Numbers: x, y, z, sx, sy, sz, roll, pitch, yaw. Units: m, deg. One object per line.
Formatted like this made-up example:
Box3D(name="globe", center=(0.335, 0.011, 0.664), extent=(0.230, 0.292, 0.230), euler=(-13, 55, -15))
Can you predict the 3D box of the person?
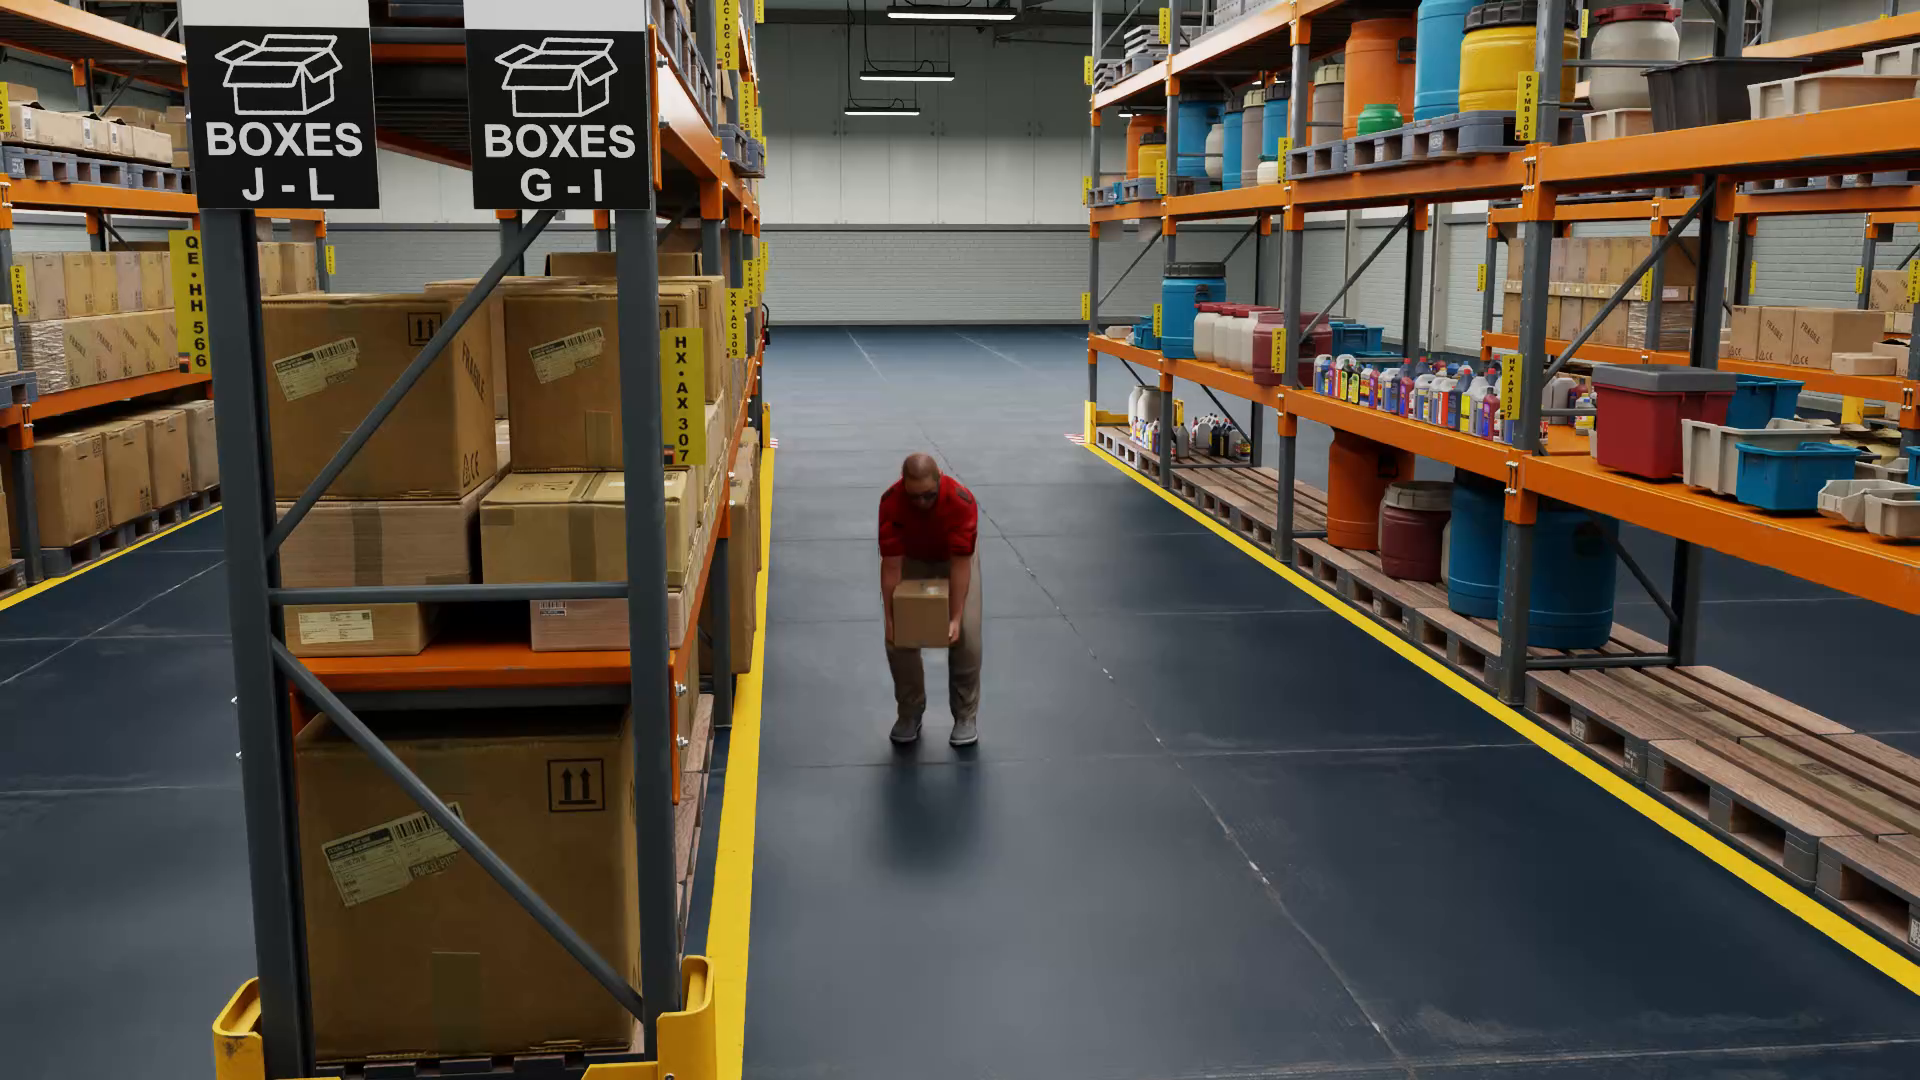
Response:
Box3D(name="person", center=(-0.144, 0.272, 7.744), extent=(0.478, 1.443, 0.833), euler=(1, 10, 8))
